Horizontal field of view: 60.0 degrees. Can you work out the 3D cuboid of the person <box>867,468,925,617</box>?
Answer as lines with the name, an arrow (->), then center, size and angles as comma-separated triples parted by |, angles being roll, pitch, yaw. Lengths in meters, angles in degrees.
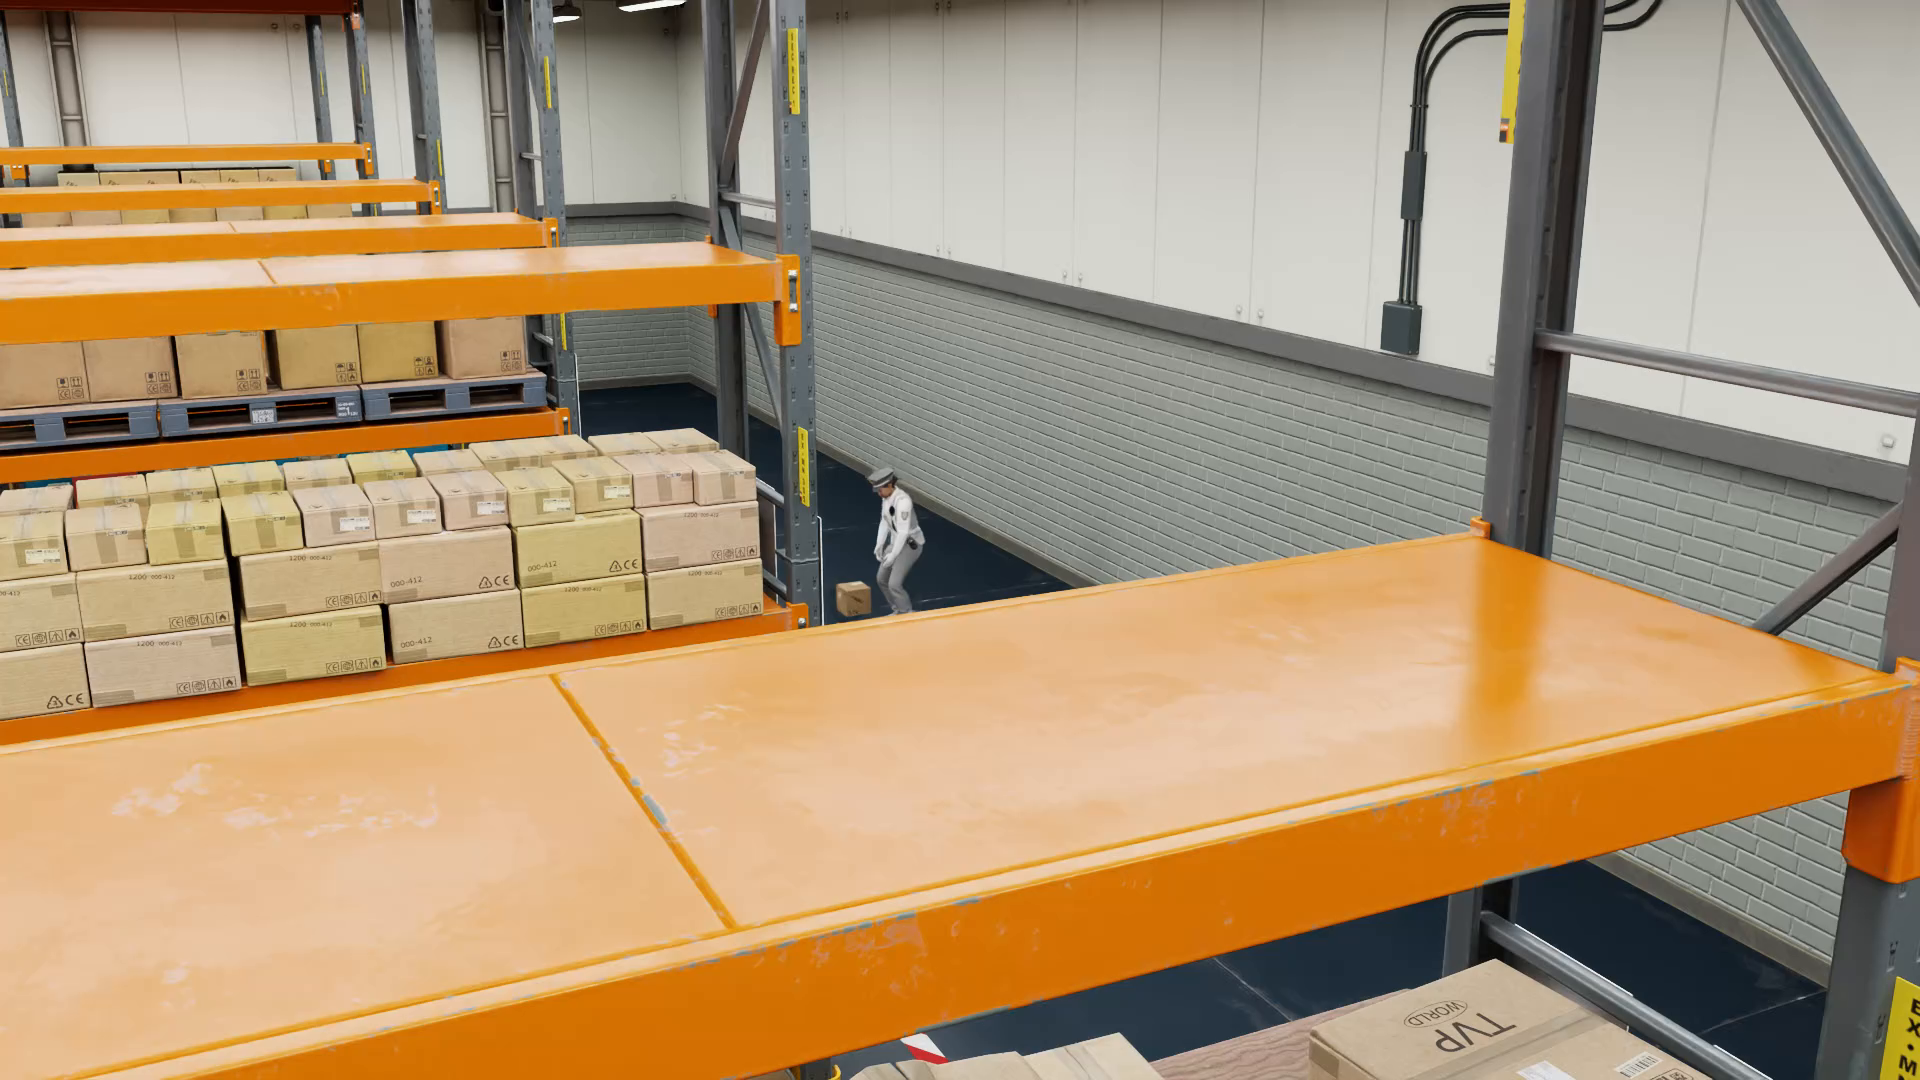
person -> -0.601, 0.078, 15.702 | 0.548, 1.559, 0.520 | -7, 17, -24
